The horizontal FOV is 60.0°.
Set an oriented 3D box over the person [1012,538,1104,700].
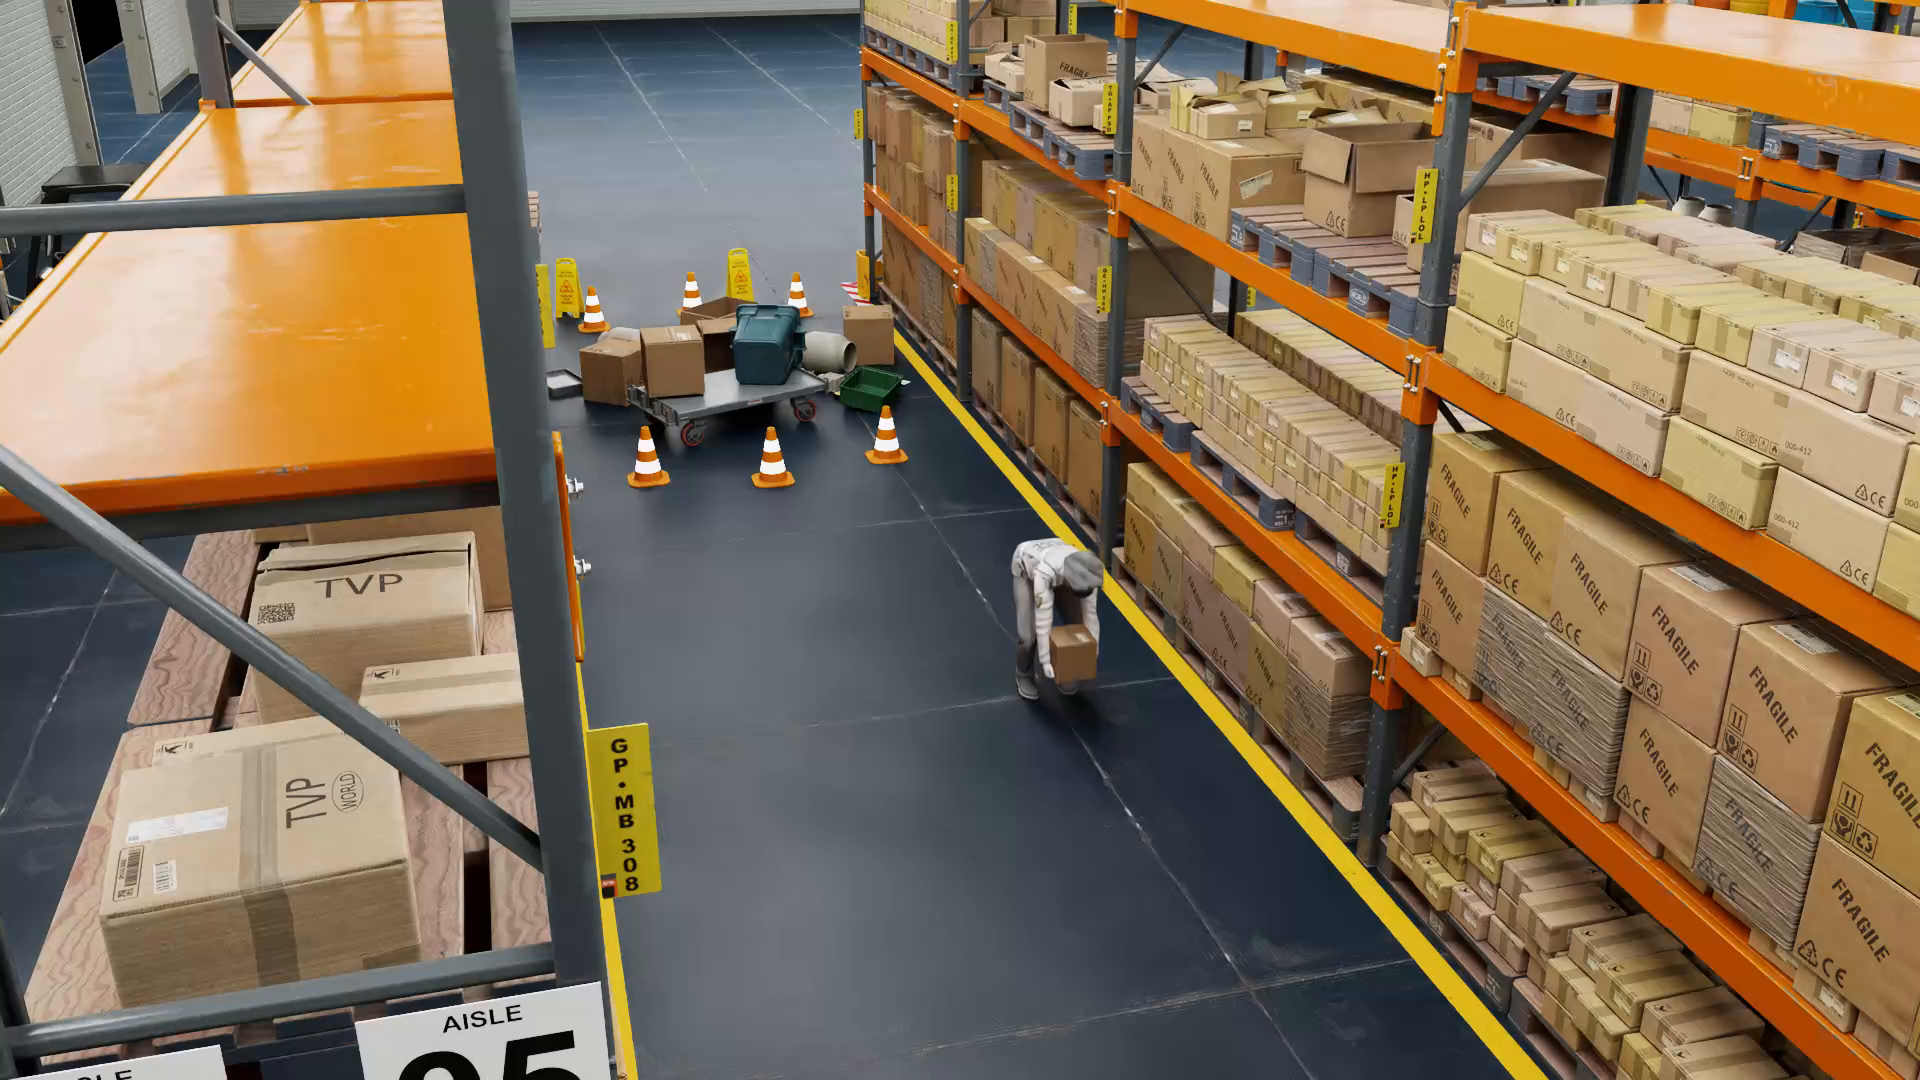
[{"bbox_3d":[0.601,0.488,10.113,0.442,1.148,0.915,-7,24,-17],"label":"person"}]
